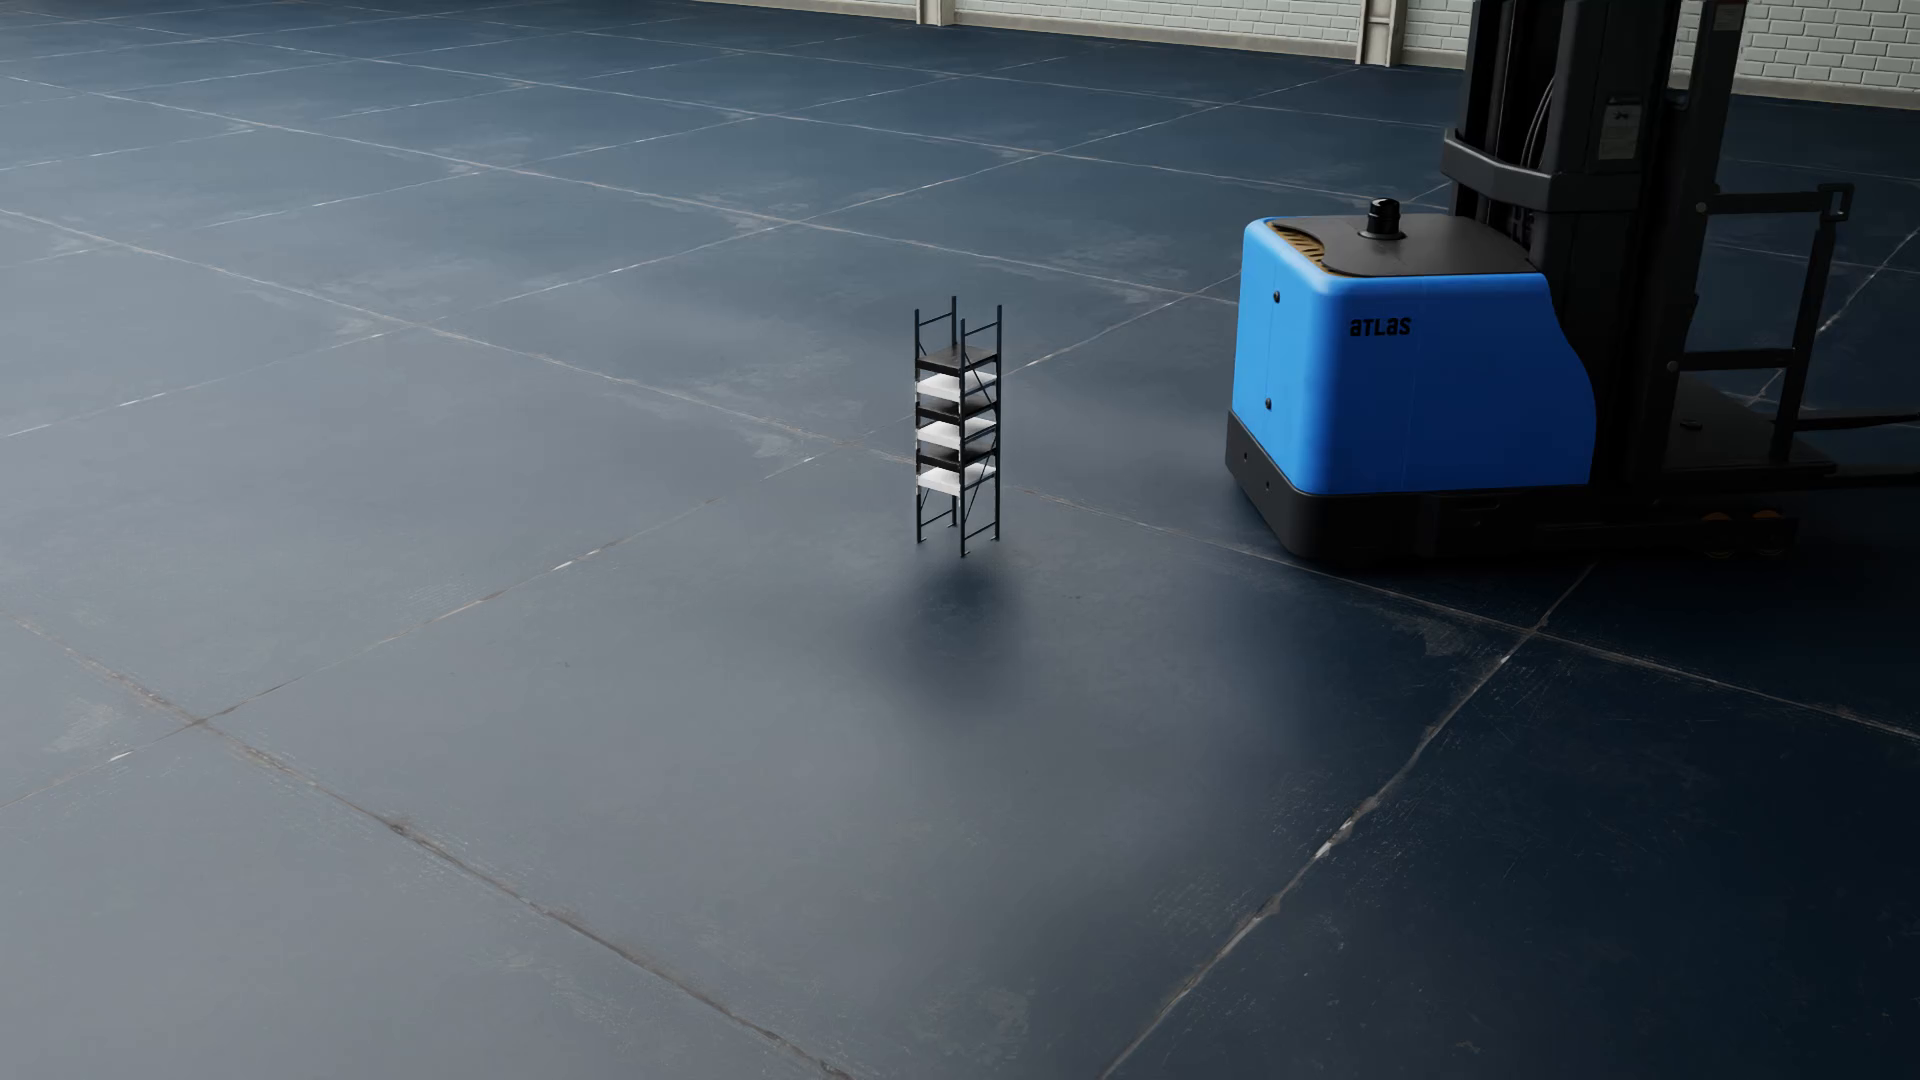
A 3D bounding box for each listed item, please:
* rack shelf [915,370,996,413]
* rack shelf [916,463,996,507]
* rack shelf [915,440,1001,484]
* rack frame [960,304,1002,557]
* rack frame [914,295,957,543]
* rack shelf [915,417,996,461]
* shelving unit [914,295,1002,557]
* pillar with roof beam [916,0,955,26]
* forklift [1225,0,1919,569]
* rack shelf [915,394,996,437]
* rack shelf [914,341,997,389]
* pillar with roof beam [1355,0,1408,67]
[{"bbox_3d":[-0.006,-0.548,6.014,0.200,0.077,0.258,17,29,33],"label":"rack shelf"},{"bbox_3d":[-0.006,-0.219,6.159,0.200,0.077,0.258,17,29,33],"label":"rack shelf"},{"bbox_3d":[-0.006,-0.301,6.123,0.200,0.077,0.258,17,29,33],"label":"rack shelf"},{"bbox_3d":[0.075,-0.389,6.017,0.006,0.900,0.240,17,29,33],"label":"rack frame"},{"bbox_3d":[-0.088,-0.438,6.129,0.006,0.900,0.240,17,29,33],"label":"rack frame"},{"bbox_3d":[-0.006,-0.383,6.086,0.200,0.077,0.258,17,29,33],"label":"rack shelf"},{"bbox_3d":[-0.006,-0.414,6.073,0.210,0.900,0.258,17,29,33],"label":"shelving unit"},{"bbox_3d":[-2.888,-9.300,16.196,0.400,9.000,9.100,17,29,33],"label":"pillar with roof beam"},{"bbox_3d":[2.633,-1.482,5.978,3.031,2.935,1.130,-3,24,-6],"label":"forklift"},{"bbox_3d":[-0.006,-0.466,6.050,0.200,0.077,0.258,17,29,33],"label":"rack shelf"},{"bbox_3d":[-0.006,-0.630,5.978,0.200,0.077,0.258,17,29,33],"label":"rack shelf"},{"bbox_3d":[1.913,-7.849,12.903,0.400,9.000,9.100,17,29,33],"label":"pillar with roof beam"}]
